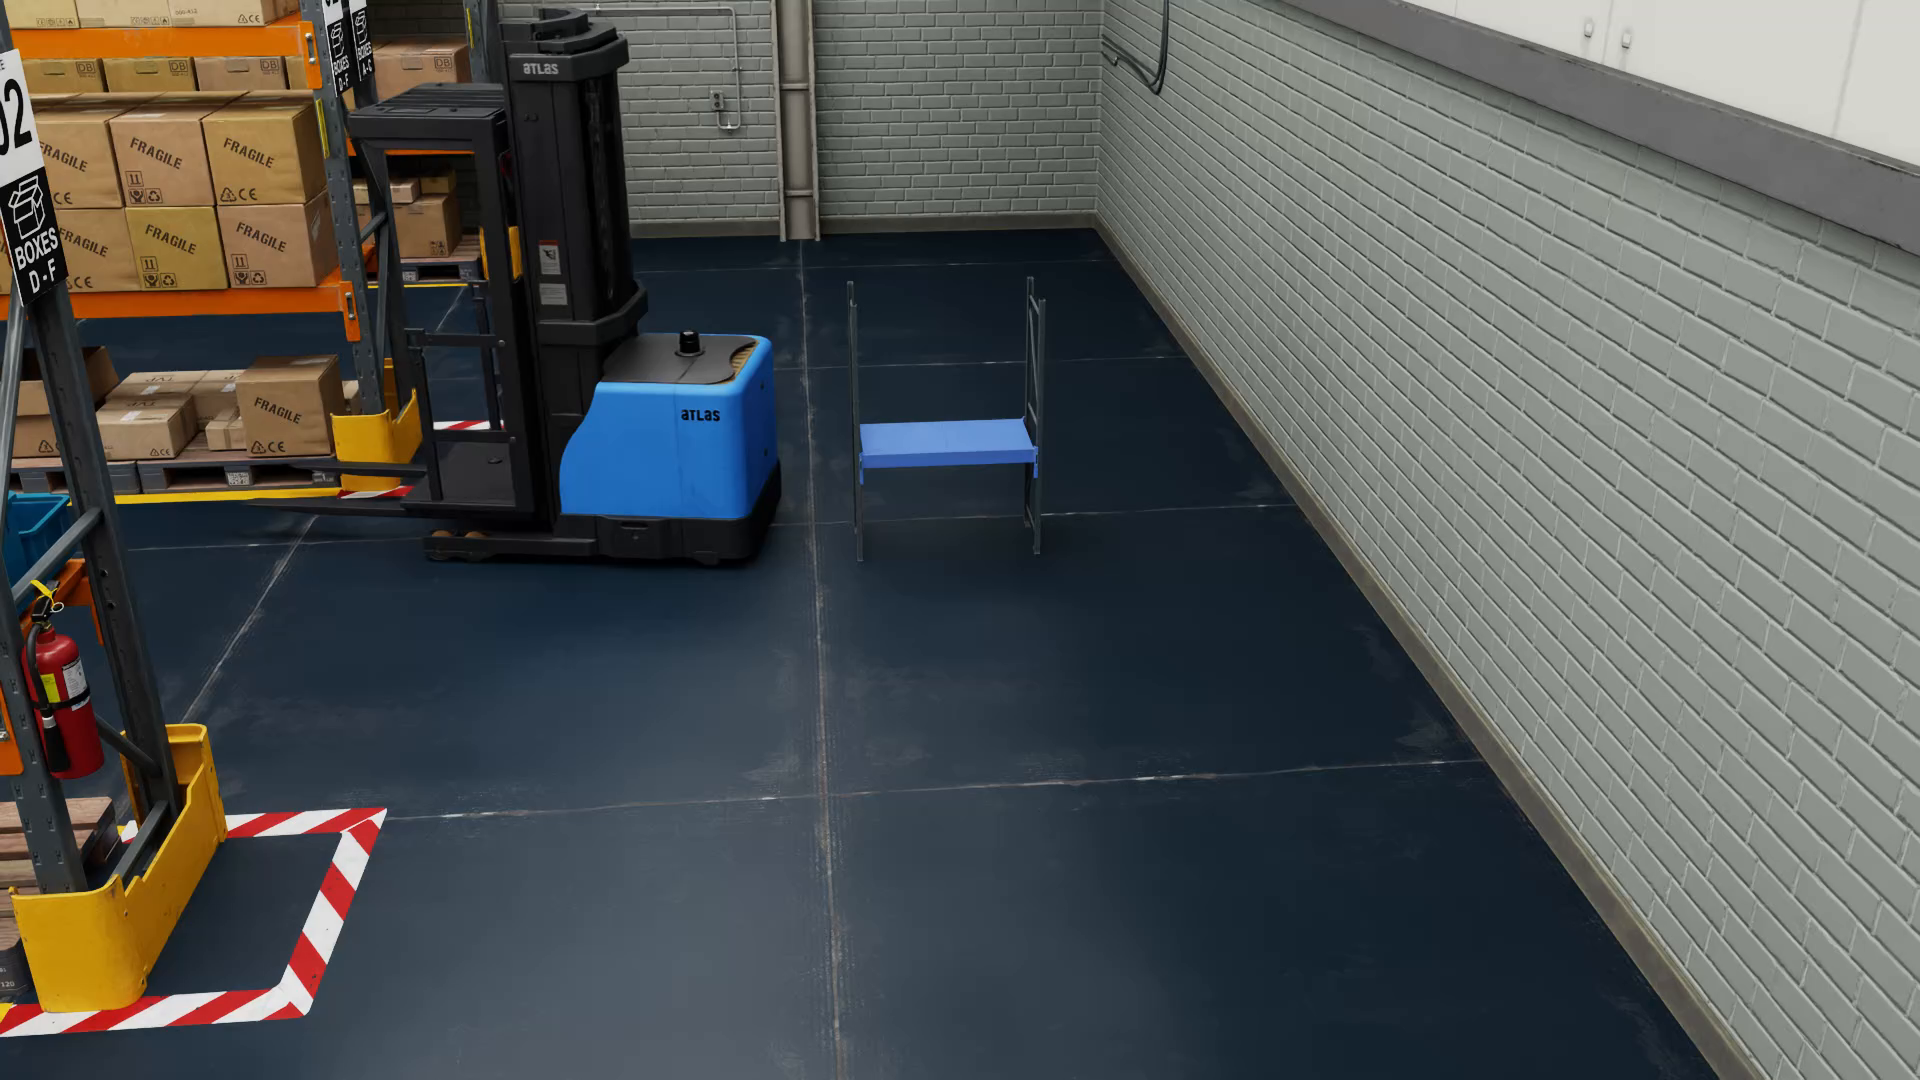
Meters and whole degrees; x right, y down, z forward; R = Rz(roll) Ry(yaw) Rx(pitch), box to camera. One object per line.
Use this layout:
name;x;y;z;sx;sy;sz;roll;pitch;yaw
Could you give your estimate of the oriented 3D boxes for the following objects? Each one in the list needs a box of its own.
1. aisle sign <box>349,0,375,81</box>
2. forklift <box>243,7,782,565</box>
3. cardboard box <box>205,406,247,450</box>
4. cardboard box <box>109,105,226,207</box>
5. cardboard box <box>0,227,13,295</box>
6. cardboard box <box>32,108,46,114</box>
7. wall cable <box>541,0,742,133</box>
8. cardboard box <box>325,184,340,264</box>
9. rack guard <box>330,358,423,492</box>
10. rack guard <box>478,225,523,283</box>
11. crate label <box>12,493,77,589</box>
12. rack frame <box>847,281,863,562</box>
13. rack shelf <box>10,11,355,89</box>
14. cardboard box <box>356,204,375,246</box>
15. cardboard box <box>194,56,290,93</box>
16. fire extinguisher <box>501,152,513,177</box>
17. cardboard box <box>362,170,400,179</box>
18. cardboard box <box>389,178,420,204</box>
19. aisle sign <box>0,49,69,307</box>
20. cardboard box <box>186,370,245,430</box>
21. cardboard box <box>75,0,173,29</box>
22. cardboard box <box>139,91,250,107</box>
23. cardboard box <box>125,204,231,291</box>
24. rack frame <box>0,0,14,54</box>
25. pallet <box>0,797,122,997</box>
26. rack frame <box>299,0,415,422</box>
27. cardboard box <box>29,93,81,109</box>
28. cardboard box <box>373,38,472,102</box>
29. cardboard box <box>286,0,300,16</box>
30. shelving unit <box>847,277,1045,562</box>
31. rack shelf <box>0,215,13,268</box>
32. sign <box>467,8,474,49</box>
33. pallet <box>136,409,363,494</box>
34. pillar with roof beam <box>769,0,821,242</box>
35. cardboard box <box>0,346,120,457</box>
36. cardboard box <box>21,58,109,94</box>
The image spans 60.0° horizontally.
aisle sign;-3.657;-3.225;10.111;0.004;0.787;0.394;-2;24;-5
forklift;-2.638;-1.427;9.352;3.031;2.935;1.130;2;24;5
cardboard box;-4.625;-0.721;10.625;0.250;0.166;0.380;-2;24;-5
cardboard box;-4.614;-2.269;9.807;0.500;0.500;0.500;-2;24;-4
cardboard box;-5.629;-1.773;9.923;0.500;0.500;0.500;-3;24;-6
cardboard box;-5.641;-2.225;9.710;0.500;0.500;0.500;-2;24;-4
wall cable;-3.005;-4.815;15.639;1.851;1.984;0.084;-2;24;-5
cardboard box;-4.163;-2.050;10.546;0.500;0.500;0.500;-2;24;-4
rack guard;-3.772;-0.770;10.867;0.348;0.500;1.175;-2;24;-5
rack guard;-4.163;-2.776;15.380;0.348;0.500;1.175;-2;24;-5
crate label;-3.491;0.013;6.160;0.303;0.233;0.416;-2;24;-5
rack frame;-0.591;-0.662;9.392;0.032;1.500;0.500;-2;24;-5
rack shelf;-5.686;-2.877;9.723;4.000;0.370;1.077;-2;24;-5
cardboard box;-5.371;-2.879;15.094;0.500;0.500;0.700;-2;24;-5
cardboard box;-6.176;-3.970;14.619;0.700;0.700;0.980;-3;24;-8
fire extinguisher;-3.991;-3.531;14.556;0.183;0.674;0.296;-2;24;-5
cardboard box;-5.273;-3.260;15.154;0.250;0.149;0.380;-2;24;-5
cardboard box;-4.983;-3.116;14.830;0.250;0.149;0.380;-3;24;-6
aisle sign;-3.170;-1.224;5.610;0.004;0.787;0.394;-2;24;-5
cardboard box;-4.762;-0.933;10.999;0.500;0.250;0.500;-2;24;-5
cardboard box;-4.680;-3.075;9.466;0.500;0.250;0.500;-2;24;-5
cardboard box;-4.683;-2.483;10.289;0.500;0.500;0.500;-2;24;-5
cardboard box;-4.631;-1.811;10.008;0.500;0.500;0.500;-2;24;-5
rack frame;-3.213;-2.654;4.643;0.127;3.000;1.000;-2;24;-5
pallet;-4.037;1.378;6.389;1.213;0.211;1.003;-2;24;-5
rack frame;-3.696;-1.915;10.366;0.127;3.000;1.000;-2;24;-5
cardboard box;-5.687;-2.444;10.202;0.500;0.500;0.500;-3;24;-6
cardboard box;-4.693;-4.030;14.755;0.700;0.700;0.980;-1;24;-3
cardboard box;-4.232;-3.300;9.972;0.500;0.250;0.500;-2;24;-5
shelving unit;-0.085;-0.682;9.438;1.048;1.500;0.538;-2;24;-5
rack shelf;-5.203;-0.875;5.219;4.000;0.370;1.077;-2;24;-5
sign;-4.147;-4.335;14.093;0.005;0.325;0.100;-2;24;-5
pallet;-4.565;-0.606;10.853;1.213;0.211;1.003;-2;24;-5
pillar with roof beam;-1.161;-5.376;10.766;0.400;9.000;9.100;-2;24;-5
cardboard box;-5.807;-0.893;10.598;0.637;0.503;0.797;-2;24;-5
cardboard box;-7.626;-3.910;14.484;0.700;0.700;0.980;-2;24;-4
